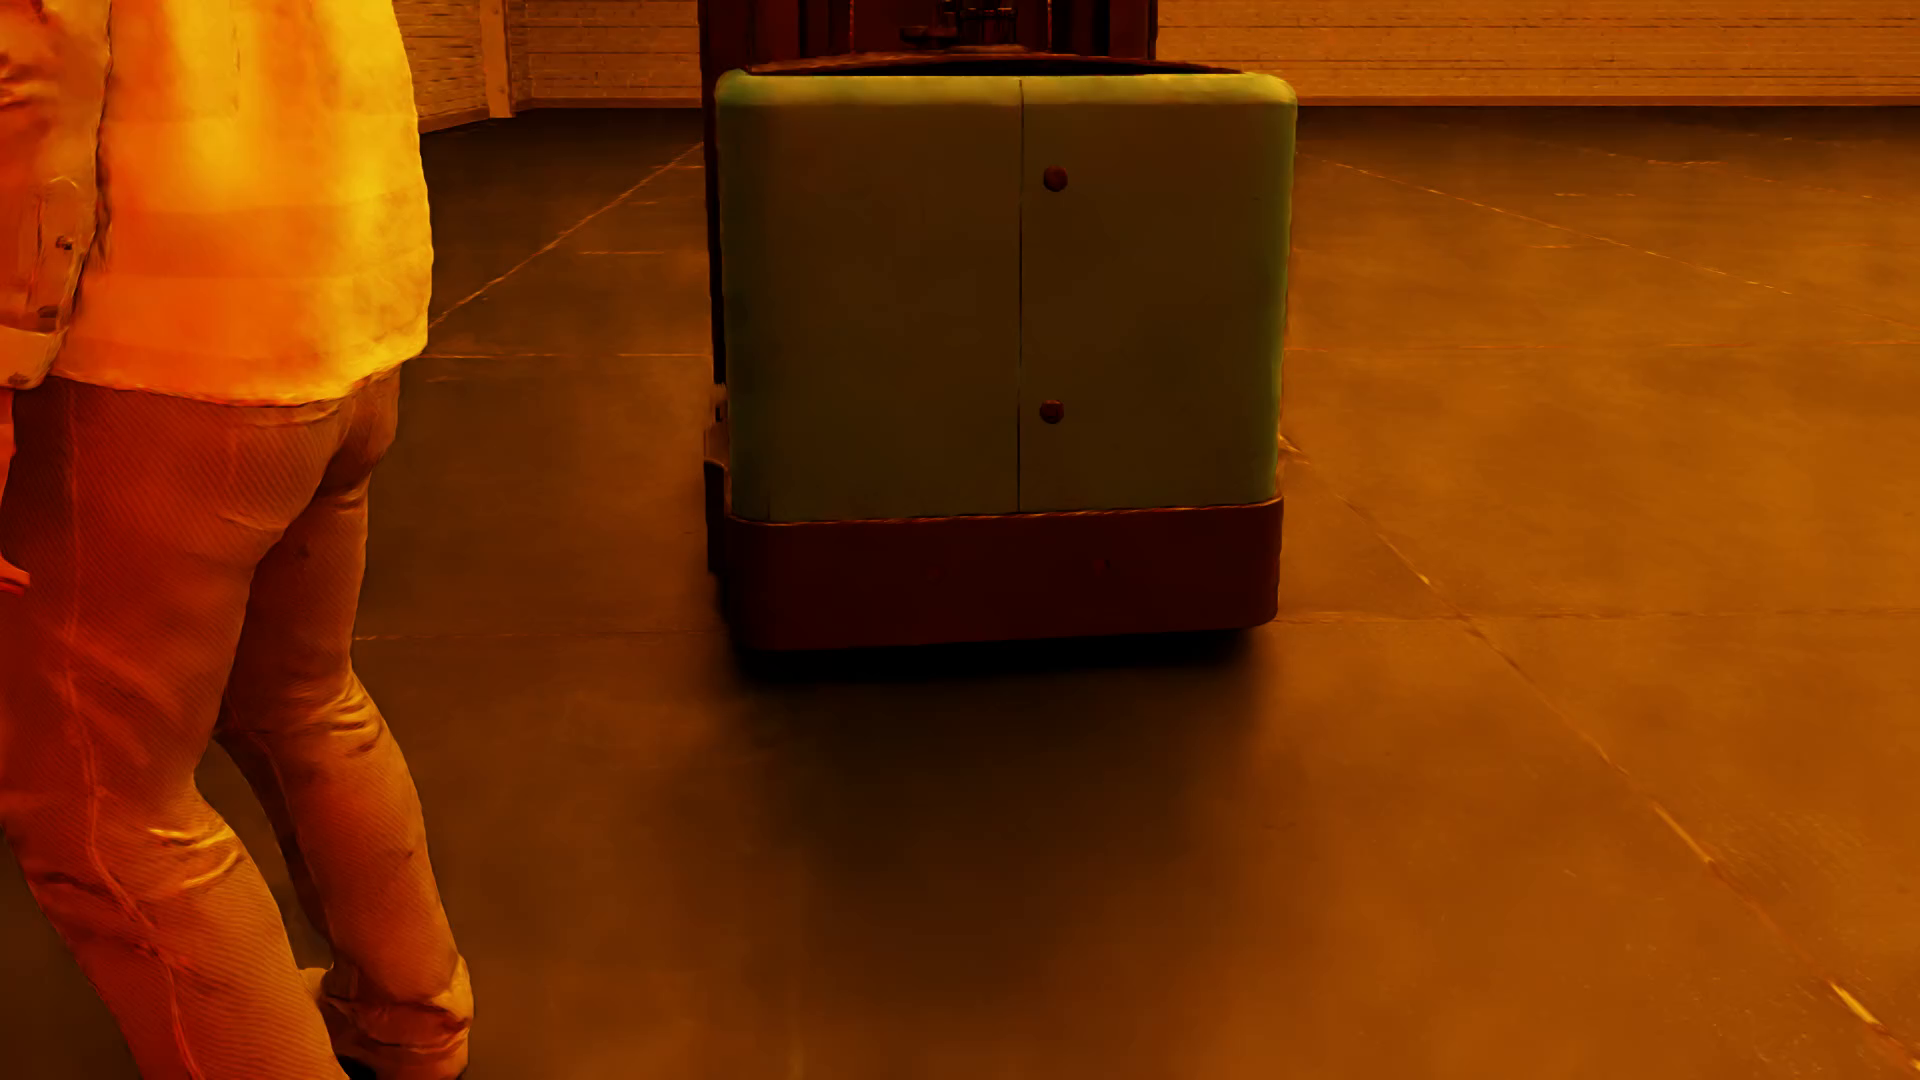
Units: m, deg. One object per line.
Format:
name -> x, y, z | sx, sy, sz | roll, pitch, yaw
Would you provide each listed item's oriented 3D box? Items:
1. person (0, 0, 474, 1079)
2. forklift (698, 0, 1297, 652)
person -> -0.709, -0.181, 1.500 | 0.449, 1.764, 0.619 | 1, 17, 2
forklift -> -0.109, -1.586, 4.092 | 1.130, 2.935, 3.031 | -2, 17, -8
